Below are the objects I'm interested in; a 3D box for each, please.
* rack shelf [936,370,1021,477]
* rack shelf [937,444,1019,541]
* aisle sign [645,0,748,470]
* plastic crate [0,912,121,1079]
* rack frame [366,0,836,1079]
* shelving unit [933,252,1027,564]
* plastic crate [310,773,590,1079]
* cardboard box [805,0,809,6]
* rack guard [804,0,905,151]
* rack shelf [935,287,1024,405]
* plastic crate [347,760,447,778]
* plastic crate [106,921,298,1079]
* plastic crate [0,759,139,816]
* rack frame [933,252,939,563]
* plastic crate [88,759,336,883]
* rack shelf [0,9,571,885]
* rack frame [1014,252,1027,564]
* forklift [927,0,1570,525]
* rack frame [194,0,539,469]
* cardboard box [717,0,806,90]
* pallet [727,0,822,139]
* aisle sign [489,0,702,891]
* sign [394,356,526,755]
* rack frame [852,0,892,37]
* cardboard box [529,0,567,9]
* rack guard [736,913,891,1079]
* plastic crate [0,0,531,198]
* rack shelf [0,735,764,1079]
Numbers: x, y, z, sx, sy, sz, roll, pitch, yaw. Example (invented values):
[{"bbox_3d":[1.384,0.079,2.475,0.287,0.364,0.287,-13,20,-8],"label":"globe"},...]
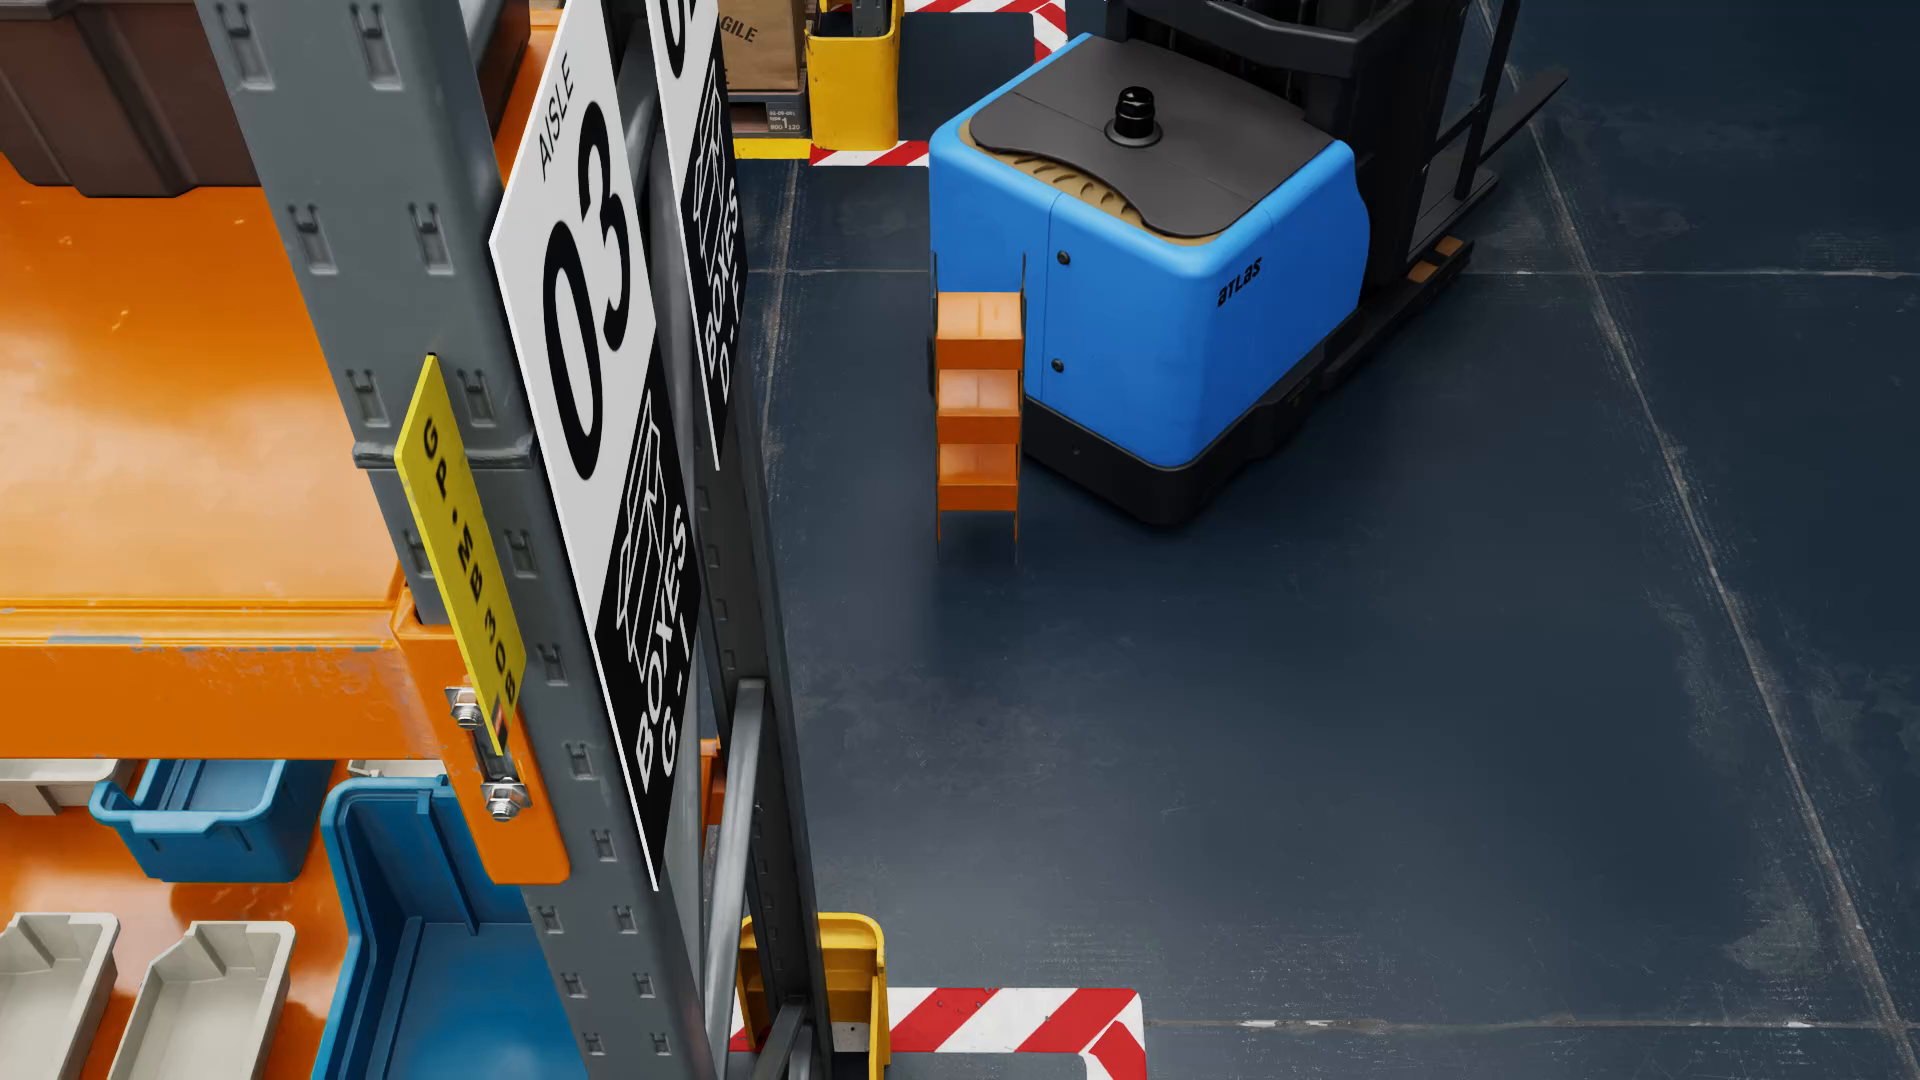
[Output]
[{"bbox_3d":[0.054,-0.350,4.873,0.240,0.259,0.215,0,47,0],"label":"rack shelf"},{"bbox_3d":[0.054,-0.161,5.077,0.240,0.259,0.215,0,47,0],"label":"rack shelf"},{"bbox_3d":[-0.297,-0.498,1.888,0.004,0.787,0.394,0,47,0],"label":"aisle sign"},{"bbox_3d":[-1.476,0.793,2.602,0.243,0.136,0.396,0,47,0],"label":"plastic crate"},{"bbox_3d":[-0.370,0.605,2.638,0.127,3.000,1.000,0,47,0],"label":"rack frame"},{"bbox_3d":[0.054,-0.358,4.866,0.252,1.050,0.215,0,47,0],"label":"shelving unit"},{"bbox_3d":[-0.705,0.708,2.476,0.499,0.435,0.616,0,47,0],"label":"plastic crate"},{"bbox_3d":[-0.765,-2.452,7.130,0.250,0.149,0.380,0,47,0],"label":"cardboard box"},{"bbox_3d":[-0.424,-2.169,6.928,0.348,0.500,1.175,0,47,0],"label":"rack guard"},{"bbox_3d":[0.054,-0.544,4.666,0.240,0.259,0.215,0,47,0],"label":"rack shelf"},{"bbox_3d":[-0.936,0.371,2.994,0.298,0.136,0.250,0,47,0],"label":"plastic crate"},{"bbox_3d":[-1.186,0.805,2.591,0.243,0.136,0.396,0,47,0],"label":"plastic crate"},{"bbox_3d":[-1.614,0.369,2.996,0.298,0.136,0.250,0,47,0],"label":"plastic crate"},{"bbox_3d":[-0.068,-0.358,4.866,0.008,1.050,0.200,0,47,0],"label":"rack frame"},{"bbox_3d":[-1.274,0.398,2.904,0.300,0.233,0.416,0,47,0],"label":"plastic crate"},{"bbox_3d":[-2.370,-0.177,1.808,4.000,0.370,1.077,0,47,0],"label":"rack shelf"},{"bbox_3d":[0.176,-0.357,4.865,0.008,1.050,0.200,0,47,0],"label":"rack frame"},{"bbox_3d":[1.228,-2.057,5.162,1.130,2.935,3.031,32,55,26],"label":"forklift"},{"bbox_3d":[-0.370,-1.439,0.442,0.127,3.000,1.000,0,47,0],"label":"rack frame"},{"bbox_3d":[-0.892,-2.140,6.600,0.500,0.500,0.500,0,47,0],"label":"cardboard box"},{"bbox_3d":[-1.221,-2.072,7.035,1.213,0.211,1.003,0,47,0],"label":"pallet"},{"bbox_3d":[-0.299,-0.066,1.486,0.004,0.787,0.394,0,47,0],"label":"aisle sign"},{"bbox_3d":[-0.356,0.021,1.203,0.005,0.325,0.100,0,47,0],"label":"sign"},{"bbox_3d":[-0.348,-3.021,6.013,0.127,3.000,1.000,0,47,0],"label":"rack frame"},{"bbox_3d":[-1.842,-2.080,6.714,0.500,0.250,0.500,0,47,0],"label":"cardboard box"},{"bbox_3d":[-0.346,1.447,3.562,0.348,0.500,1.175,0,47,0],"label":"rack guard"},{"bbox_3d":[-0.754,-0.578,1.779,0.590,0.269,0.497,0,47,0],"label":"plastic crate"},{"bbox_3d":[-2.370,0.845,2.906,4.000,0.370,1.077,0,47,0],"label":"rack shelf"}]
